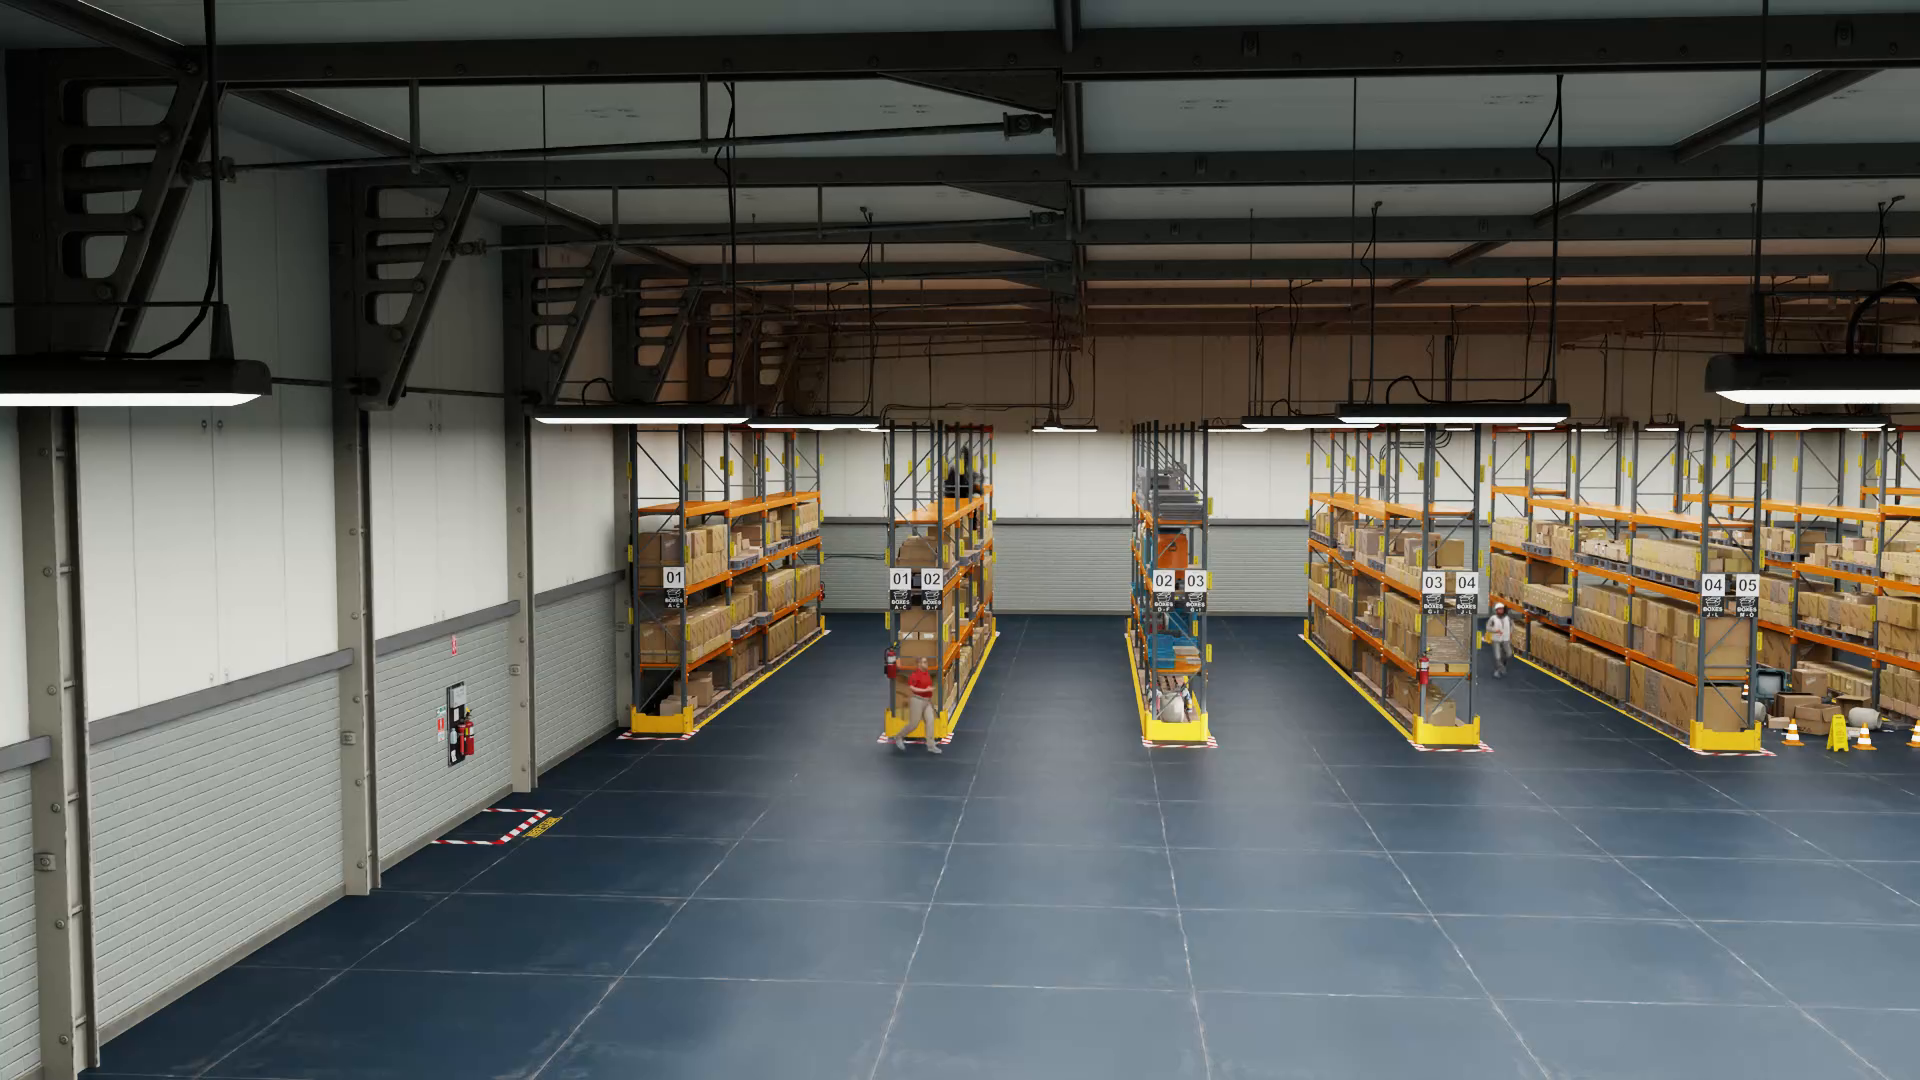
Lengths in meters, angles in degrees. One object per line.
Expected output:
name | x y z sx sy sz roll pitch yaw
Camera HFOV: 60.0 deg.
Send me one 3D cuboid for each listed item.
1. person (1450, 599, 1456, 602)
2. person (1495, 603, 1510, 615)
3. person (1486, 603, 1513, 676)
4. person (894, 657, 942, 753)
person | 13.351 2.046 44.980 0.626 1.651 0.591 1 4 9
person | 15.522 1.887 47.504 0.500 1.664 0.727 2 4 25
person | 12.750 2.360 39.186 0.711 1.742 0.583 0 4 -3
person | -0.715 2.946 29.878 0.986 1.709 0.690 3 4 35
